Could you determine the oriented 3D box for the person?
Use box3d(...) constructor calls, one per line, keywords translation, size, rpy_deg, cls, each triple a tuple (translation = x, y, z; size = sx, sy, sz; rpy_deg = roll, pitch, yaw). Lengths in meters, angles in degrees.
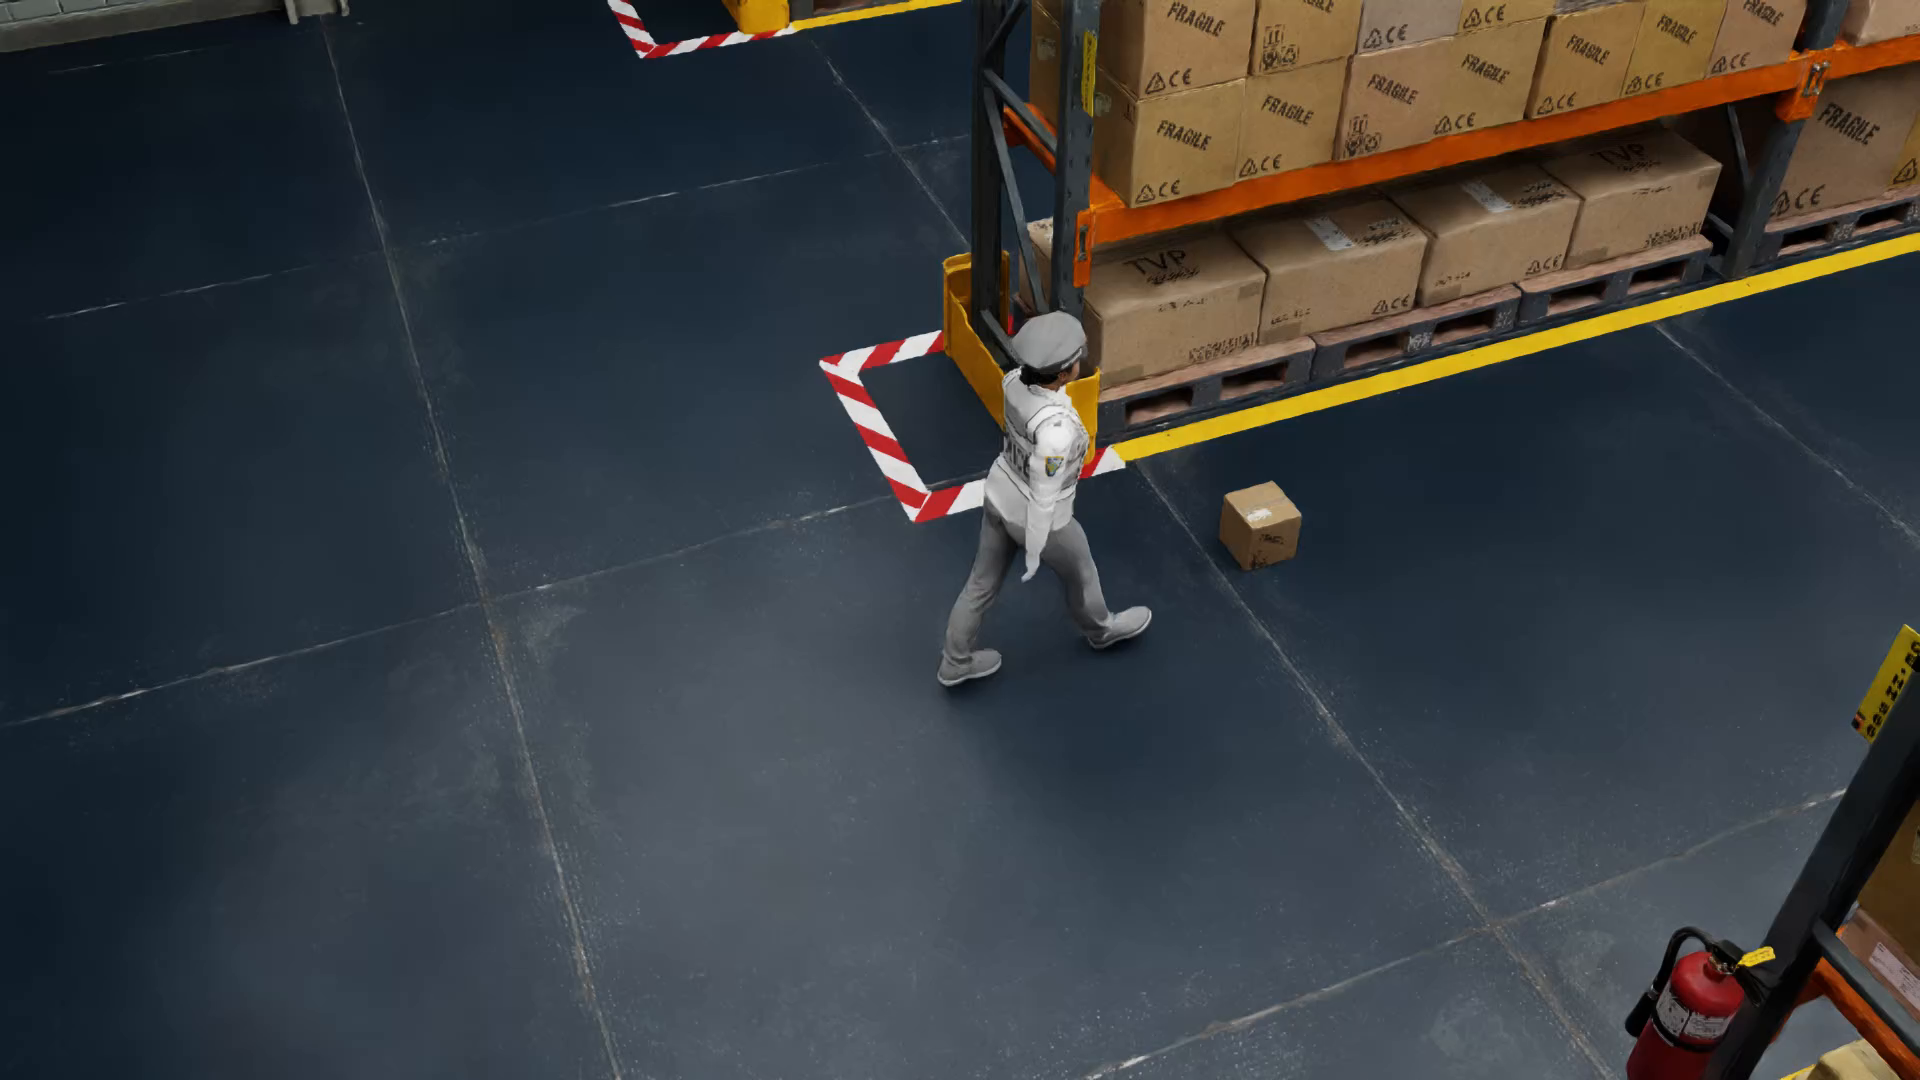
box3d(translation=(0.324, -0.169, 6.338), size=(0.927, 1.625, 0.505), rpy_deg=(-21, 46, -21), cls="person")
